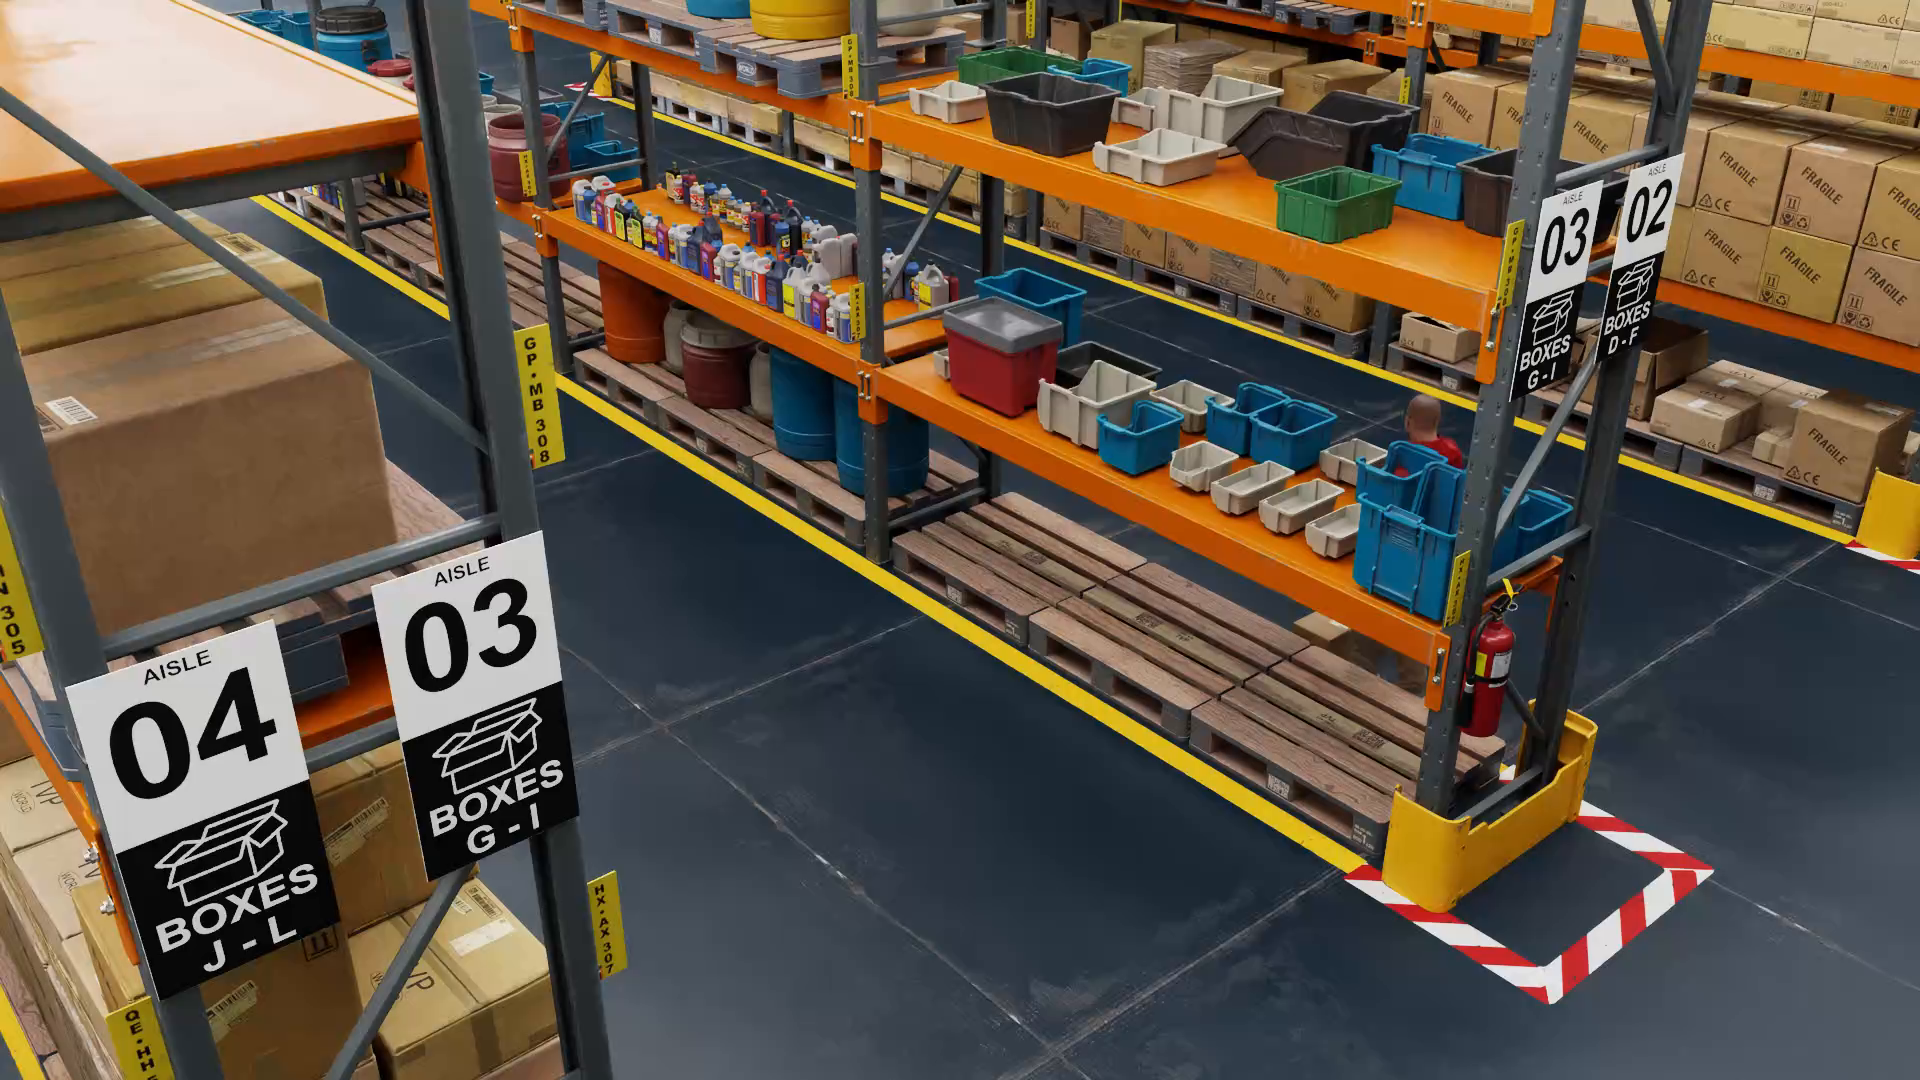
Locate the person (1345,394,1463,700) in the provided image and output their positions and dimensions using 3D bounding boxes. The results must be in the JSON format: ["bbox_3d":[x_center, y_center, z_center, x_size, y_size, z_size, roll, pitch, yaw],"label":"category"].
[{"bbox_3d":[2.233,0.083,8.524,0.688,1.785,0.502,15,31,25],"label":"person"}]
